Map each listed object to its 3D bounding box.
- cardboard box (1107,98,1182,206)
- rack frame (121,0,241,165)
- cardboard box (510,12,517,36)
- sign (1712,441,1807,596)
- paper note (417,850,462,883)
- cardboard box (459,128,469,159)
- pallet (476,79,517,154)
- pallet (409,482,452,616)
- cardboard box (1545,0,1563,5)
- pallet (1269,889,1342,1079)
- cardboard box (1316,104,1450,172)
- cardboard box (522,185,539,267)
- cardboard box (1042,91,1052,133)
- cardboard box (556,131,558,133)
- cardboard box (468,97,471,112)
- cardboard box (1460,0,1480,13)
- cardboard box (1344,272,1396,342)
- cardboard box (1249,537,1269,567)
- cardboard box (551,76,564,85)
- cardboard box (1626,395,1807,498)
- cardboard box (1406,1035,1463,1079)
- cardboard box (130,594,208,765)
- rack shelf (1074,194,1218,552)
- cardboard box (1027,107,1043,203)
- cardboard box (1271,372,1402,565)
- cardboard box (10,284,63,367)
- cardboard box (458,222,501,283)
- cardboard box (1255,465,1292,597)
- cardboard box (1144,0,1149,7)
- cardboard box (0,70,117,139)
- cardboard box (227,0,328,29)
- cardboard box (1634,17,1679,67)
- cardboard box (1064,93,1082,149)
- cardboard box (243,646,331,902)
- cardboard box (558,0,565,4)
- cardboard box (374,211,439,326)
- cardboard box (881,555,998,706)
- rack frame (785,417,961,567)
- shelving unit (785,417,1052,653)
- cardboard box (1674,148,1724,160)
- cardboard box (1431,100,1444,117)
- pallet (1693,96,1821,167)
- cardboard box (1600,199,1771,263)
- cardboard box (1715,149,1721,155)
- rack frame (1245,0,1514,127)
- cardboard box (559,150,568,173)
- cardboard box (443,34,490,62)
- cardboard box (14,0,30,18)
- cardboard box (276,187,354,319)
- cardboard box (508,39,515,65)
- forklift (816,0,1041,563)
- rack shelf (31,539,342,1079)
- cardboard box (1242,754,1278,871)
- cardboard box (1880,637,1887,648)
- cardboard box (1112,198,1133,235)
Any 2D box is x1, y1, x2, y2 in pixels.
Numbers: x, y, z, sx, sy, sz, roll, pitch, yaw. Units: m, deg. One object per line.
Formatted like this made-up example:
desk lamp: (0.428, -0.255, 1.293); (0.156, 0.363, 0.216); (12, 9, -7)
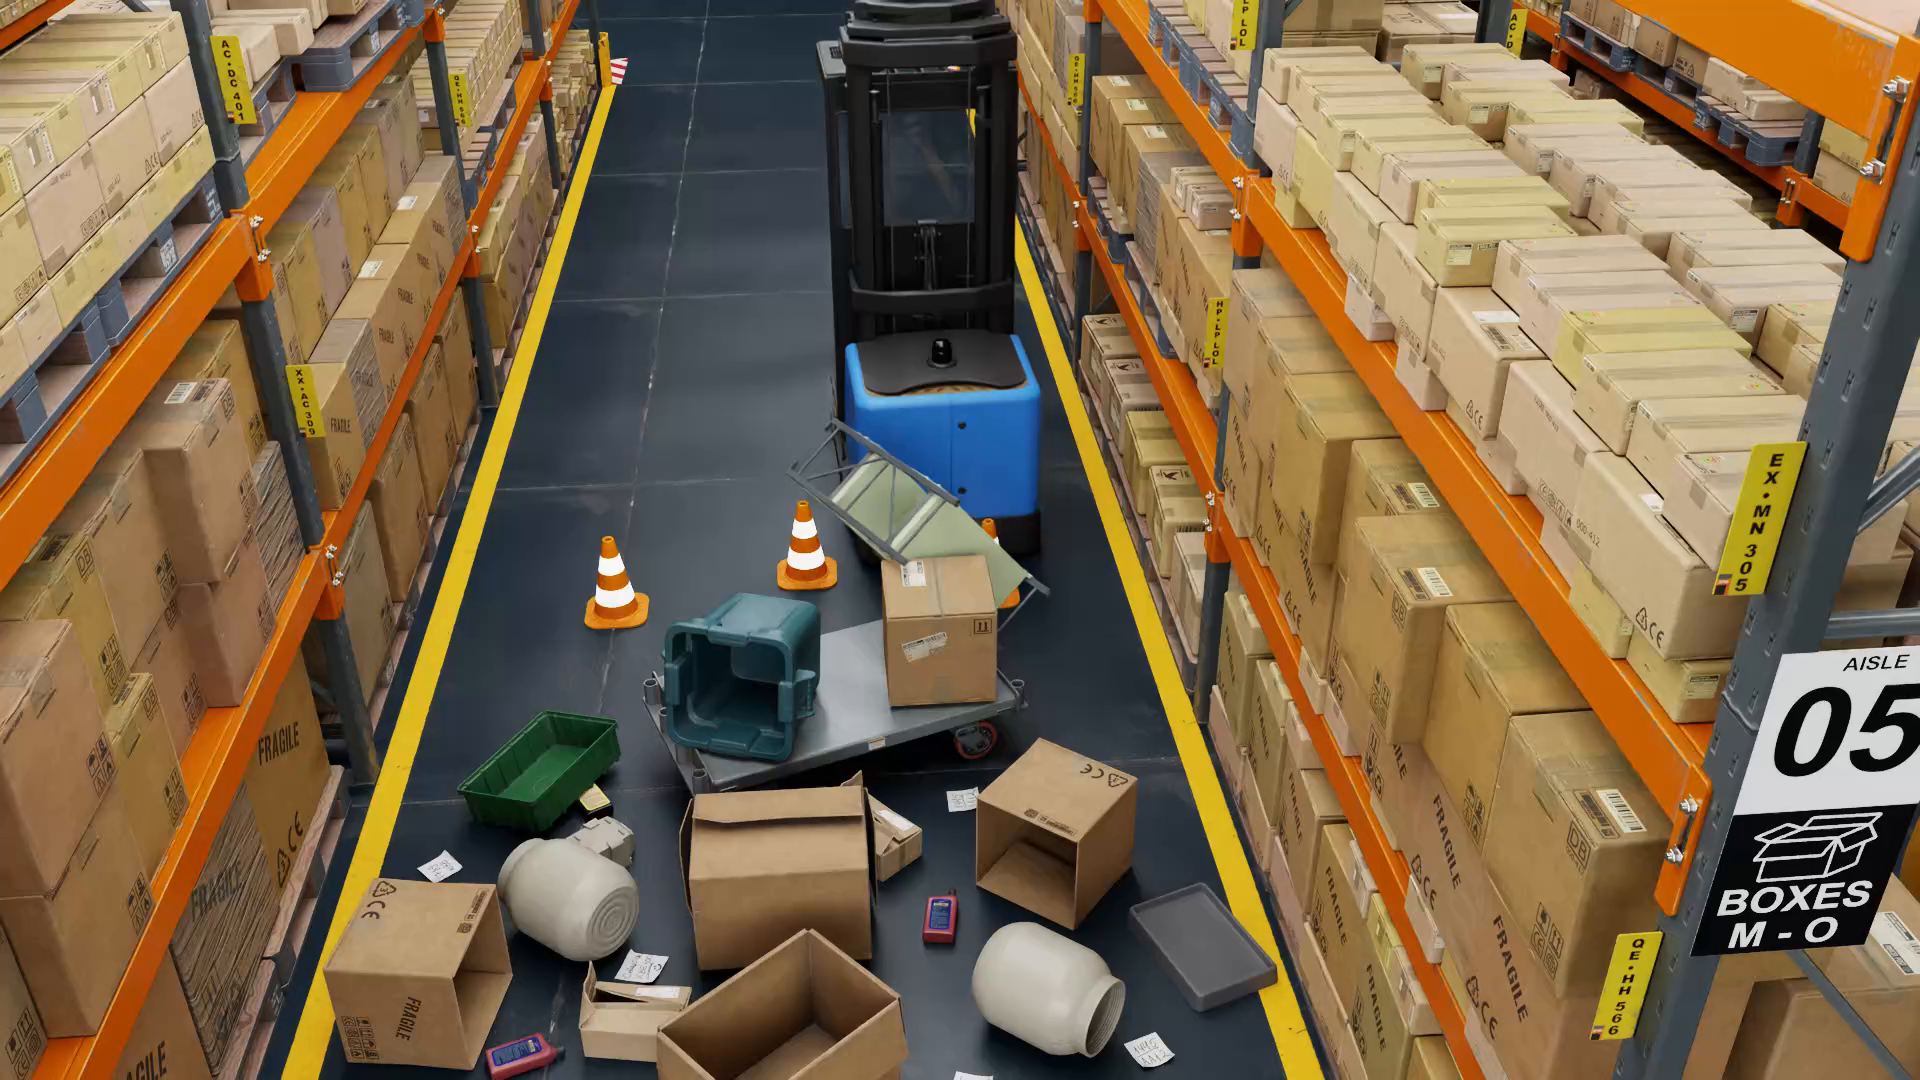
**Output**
cardboard box: (1.161, -2.313, 9.900); (0.500, 0.500, 0.500); (-1, 31, -2)
rack frame: (-3.252, -2.713, 5.517); (1.000, 3.000, 0.127); (-3, 31, -5)
cardboard box: (-3.740, -4.094, 13.225); (0.380, 0.149, 0.250); (-3, 31, -4)
sign: (1.486, -0.036, 3.096); (0.100, 0.325, 0.005); (-3, 31, -5)
paper note: (-2.287, 1.437, 7.315); (0.142, 0.020, 0.147); (27, 40, 37)
cardboard box: (-3.491, -2.627, 11.059); (0.380, 0.149, 0.250); (-1, 31, -2)
pallet: (-3.851, -3.106, 12.212); (1.003, 0.211, 1.213); (-3, 31, -5)
pallet: (-3.516, 0.045, 9.469); (1.003, 0.211, 1.213); (-3, 31, -5)
cardboard box: (5.571, -5.062, 15.156); (0.500, 0.250, 0.500); (-2, 31, -3)
pallet: (1.882, 1.736, 6.638); (1.003, 0.211, 1.213); (-3, 31, -5)
cardboard box: (1.439, -1.370, 5.661); (0.380, 0.149, 0.250); (-3, 31, -5)
cardboard box: (-3.588, -2.439, 12.937); (0.500, 0.500, 0.500); (-3, 31, -6)
cardboard box: (0.893, -3.168, 12.275); (0.500, 0.250, 0.500); (-3, 31, -5)
cardboard box: (-3.828, -3.632, 14.985); (0.380, 0.149, 0.250); (-3, 31, -4)
cardboard box: (-3.526, -2.911, 11.244); (0.380, 0.149, 0.250); (-4, 31, -6)
cardboard box: (5.450, -5.585, 18.199); (0.797, 0.503, 0.637); (-4, 31, -7)
cardboard box: (1.485, -0.773, 5.439); (0.380, 0.149, 0.250); (-3, 31, -6)
cardboard box: (1.452, -0.016, 7.097); (0.380, 0.149, 0.250); (-2, 31, -3)
cardboard box: (-3.962, -4.291, 15.799); (0.380, 0.149, 0.250); (-4, 31, -7)
cardboard box: (1.729, -0.199, 3.700); (0.380, 0.149, 0.250); (-2, 31, -4)
cardboard box: (1.706, 1.897, 5.189); (0.500, 0.500, 0.500); (-3, 31, -4)
cardboard box: (-3.198, 0.547, 5.763); (0.875, 0.550, 0.550); (-3, 31, -5)
rack shelf: (1.480, -1.139, 9.433); (1.077, 0.370, 4.000); (-3, 31, -5)
cardboard box: (1.057, -3.466, 14.291); (0.875, 0.875, 0.875); (-2, 31, -3)
cardboard box: (1.538, -0.272, 5.917); (0.700, 0.500, 0.500); (-3, 31, -6)
cardboard box: (-2.756, -0.591, 4.627); (0.380, 0.149, 0.250); (-3, 31, -5)
cardboard box: (-3.449, -1.973, 11.424); (0.500, 0.250, 0.500); (-4, 31, -7)
cardboard box: (1.501, -0.104, 6.611); (0.500, 0.500, 0.500); (-3, 31, -5)
cardboard box: (1.372, -3.315, 9.352); (0.700, 0.500, 0.500); (-3, 31, -5)
cardboard box: (-2.831, -1.327, 5.082); (0.380, 0.149, 0.250); (-2, 31, -4)
cardboard box: (-3.216, -2.557, 7.804); (0.396, 0.266, 0.258); (-3, 31, -5)
cardboard box: (5.806, -4.051, 13.100); (0.700, 0.500, 0.500); (-3, 31, -5)
cardboard box: (0.995, -2.854, 11.262); (0.500, 0.250, 0.500); (-3, 31, -5)
cardboard box: (-3.263, 0.919, 6.949); (0.875, 0.875, 0.875); (-2, 31, -4)
cardboard box: (-3.859, -5.169, 15.091); (0.500, 0.500, 0.500); (-3, 31, -6)
cardboard box: (-3.224, -1.496, 9.232); (0.500, 0.500, 0.500); (-3, 31, -5)
cardboard box: (-0.102, 0.422, 7.817); (0.500, 0.500, 0.500); (-3, 31, -5)
rack frame: (-0.466, -0.268, 8.316); (0.400, 0.023, 1.500); (-49, 33, -4)
shelving unit: (-0.245, -0.055, 8.515); (0.431, 0.755, 1.500); (-49, 33, -4)
cardboard box: (5.841, -3.012, 13.264); (0.380, 0.149, 0.250); (-4, 31, -7)
cardboard box: (1.977, -1.564, 6.375); (0.500, 0.250, 0.500); (-3, 31, -5)
pallet: (6.102, -2.969, 11.982); (1.213, 0.211, 1.003); (-3, 31, -5)
cardboard box: (2.100, -0.876, 4.834); (0.380, 0.149, 0.250); (-2, 31, -4)
cardboard box: (6.340, -3.173, 13.532); (0.380, 0.149, 0.250); (-4, 31, -7)
rack frame: (1.667, -3.002, 6.001); (1.000, 3.000, 0.127); (-3, 31, -5)
cardboard box: (-3.713, -3.380, 14.854); (0.380, 0.149, 0.250); (-4, 31, -7)
cardboard box: (-3.620, -3.552, 12.026); (0.380, 0.149, 0.250); (-3, 31, -5)
cardboard box: (-8.791, -4.891, 15.258); (0.380, 0.149, 0.250); (-4, 31, -6)
cardboard box: (-3.401, -1.384, 8.069); (0.700, 0.500, 0.500); (-3, 31, -4)
cardboard box: (-3.719, -3.841, 13.092); (0.380, 0.149, 0.250); (-3, 31, -5)
forklift: (-0.252, -1.865, 10.014); (1.130, 2.935, 3.031); (-4, 31, -7)
rack shelf: (-3.065, 1.192, 5.530); (1.077, 0.370, 4.000); (-3, 31, -5)
cardboard box: (1.515, 1.160, 7.155); (0.500, 0.250, 0.500); (-1, 31, -2)
cardboard box: (2.220, 0.121, 3.942); (0.380, 0.149, 0.250); (-4, 31, -6)
cardboard box: (1.116, -1.937, 9.903); (0.380, 0.149, 0.250); (-3, 31, -4)
